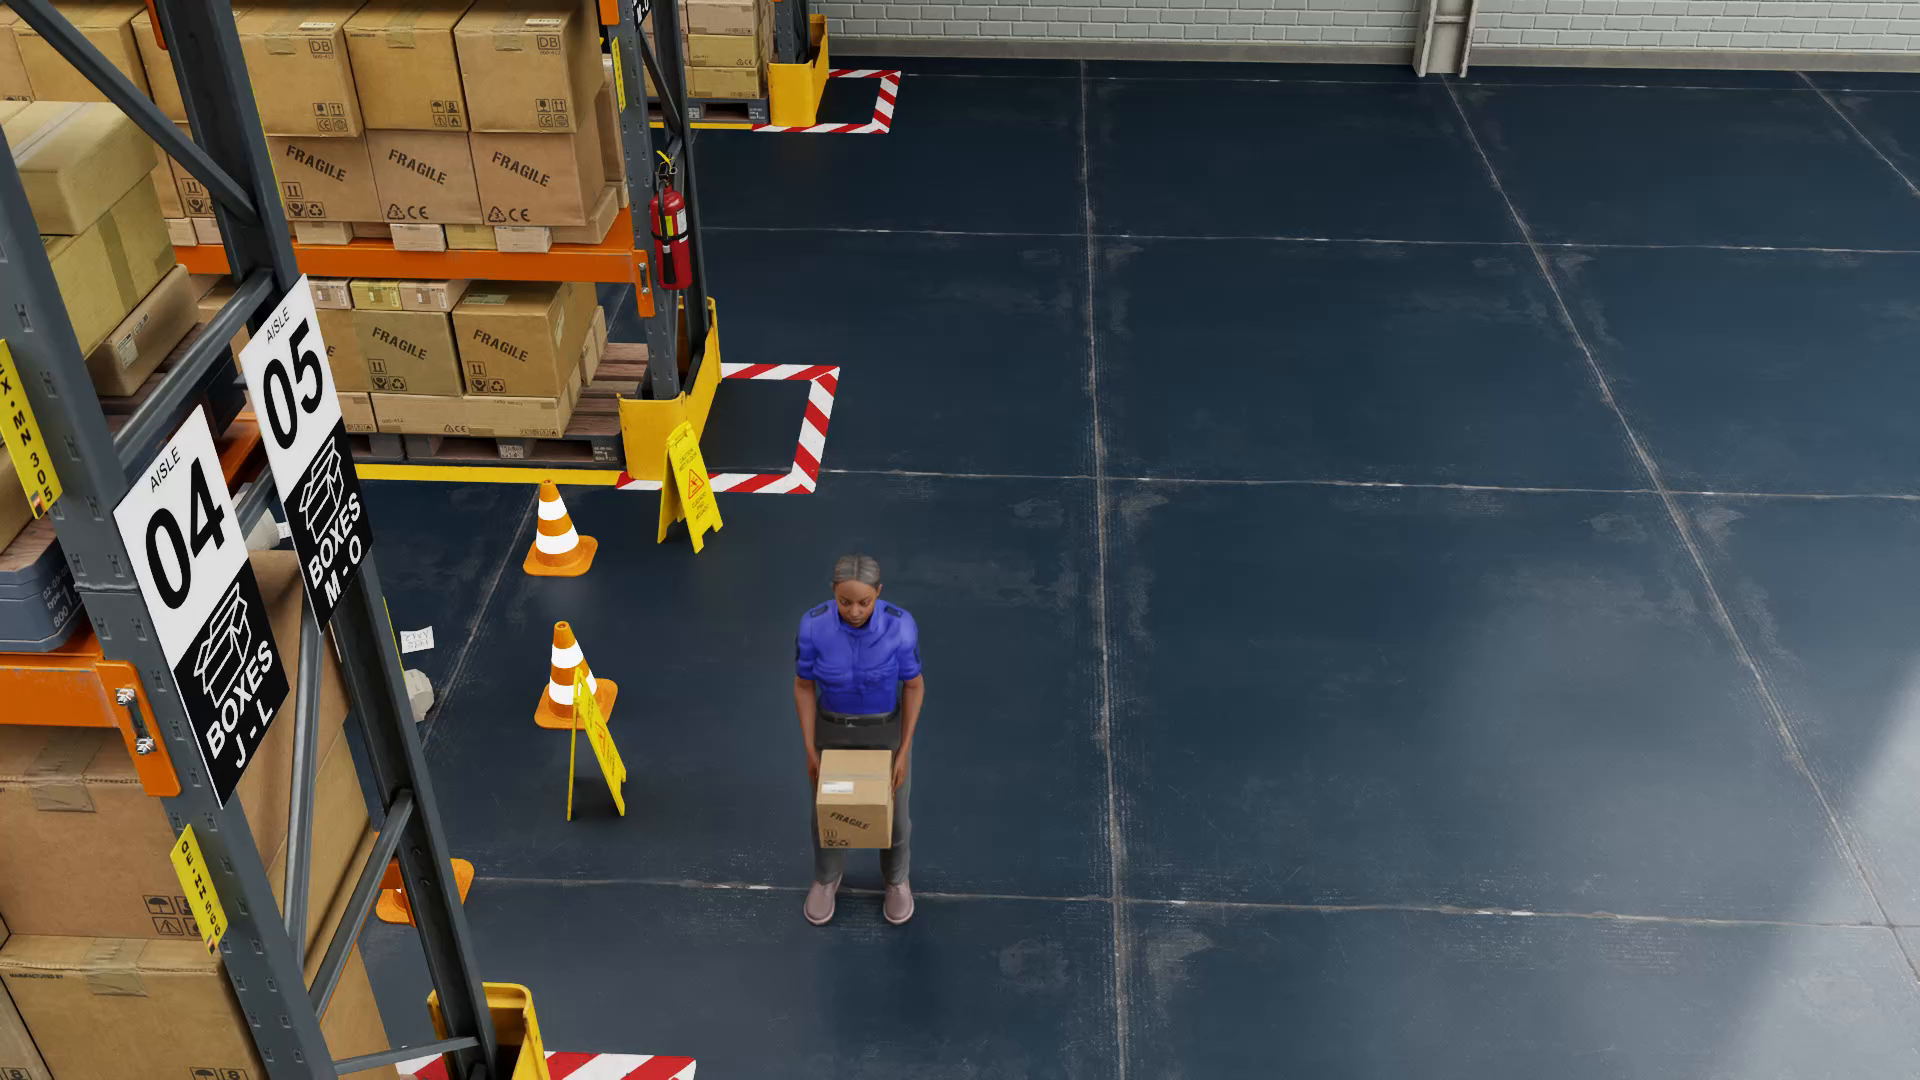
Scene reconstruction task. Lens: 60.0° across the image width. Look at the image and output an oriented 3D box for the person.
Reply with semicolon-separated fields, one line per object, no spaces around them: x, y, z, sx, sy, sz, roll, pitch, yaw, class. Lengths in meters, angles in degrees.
-0.368;0.745;6.083;0.481;1.662;0.391;1;36;1;person
